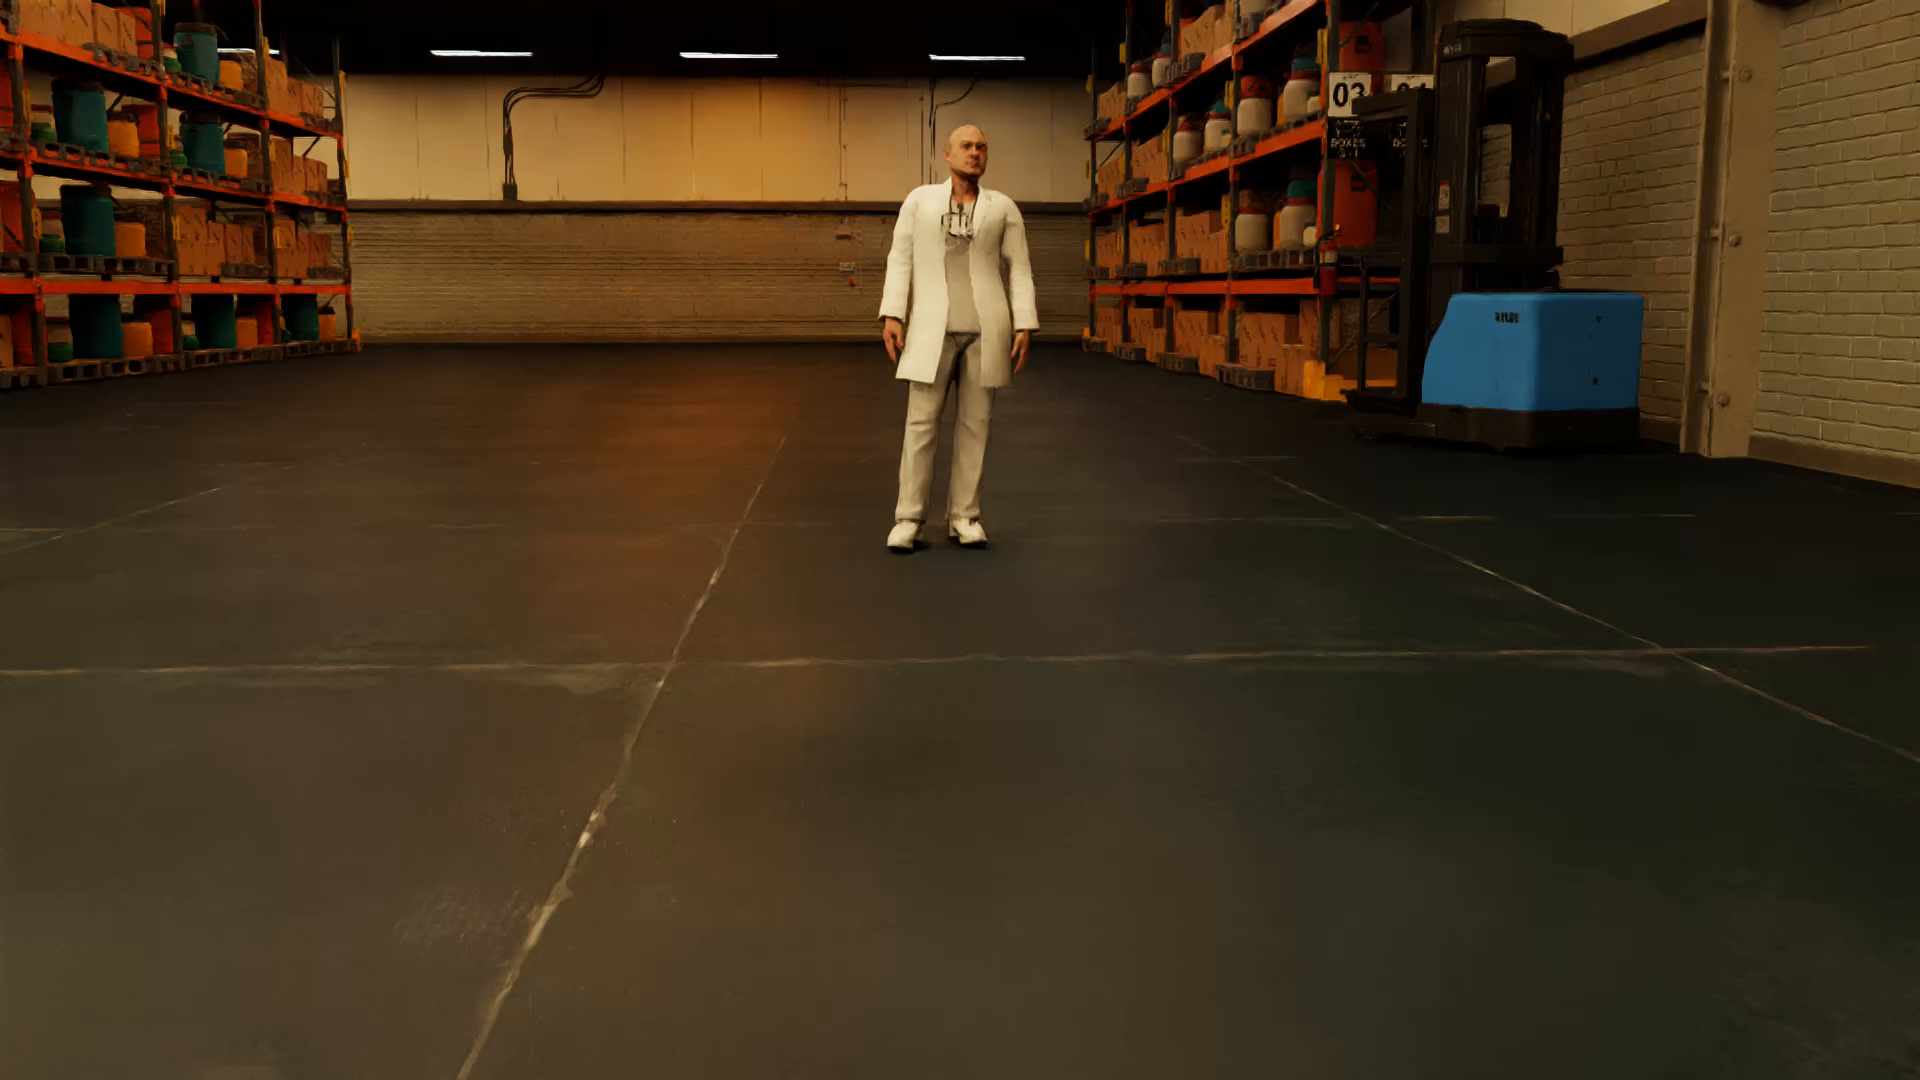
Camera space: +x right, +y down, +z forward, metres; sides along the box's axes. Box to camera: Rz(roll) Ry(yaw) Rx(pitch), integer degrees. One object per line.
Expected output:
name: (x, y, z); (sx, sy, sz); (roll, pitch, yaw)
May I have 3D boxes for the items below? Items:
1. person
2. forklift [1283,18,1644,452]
person: (0.001, -0.873, 7.088); (0.694, 1.776, 0.579); (-1, 8, -4)
forklift: (3.559, -2.212, 12.231); (1.130, 2.935, 3.031); (-4, 9, -23)
